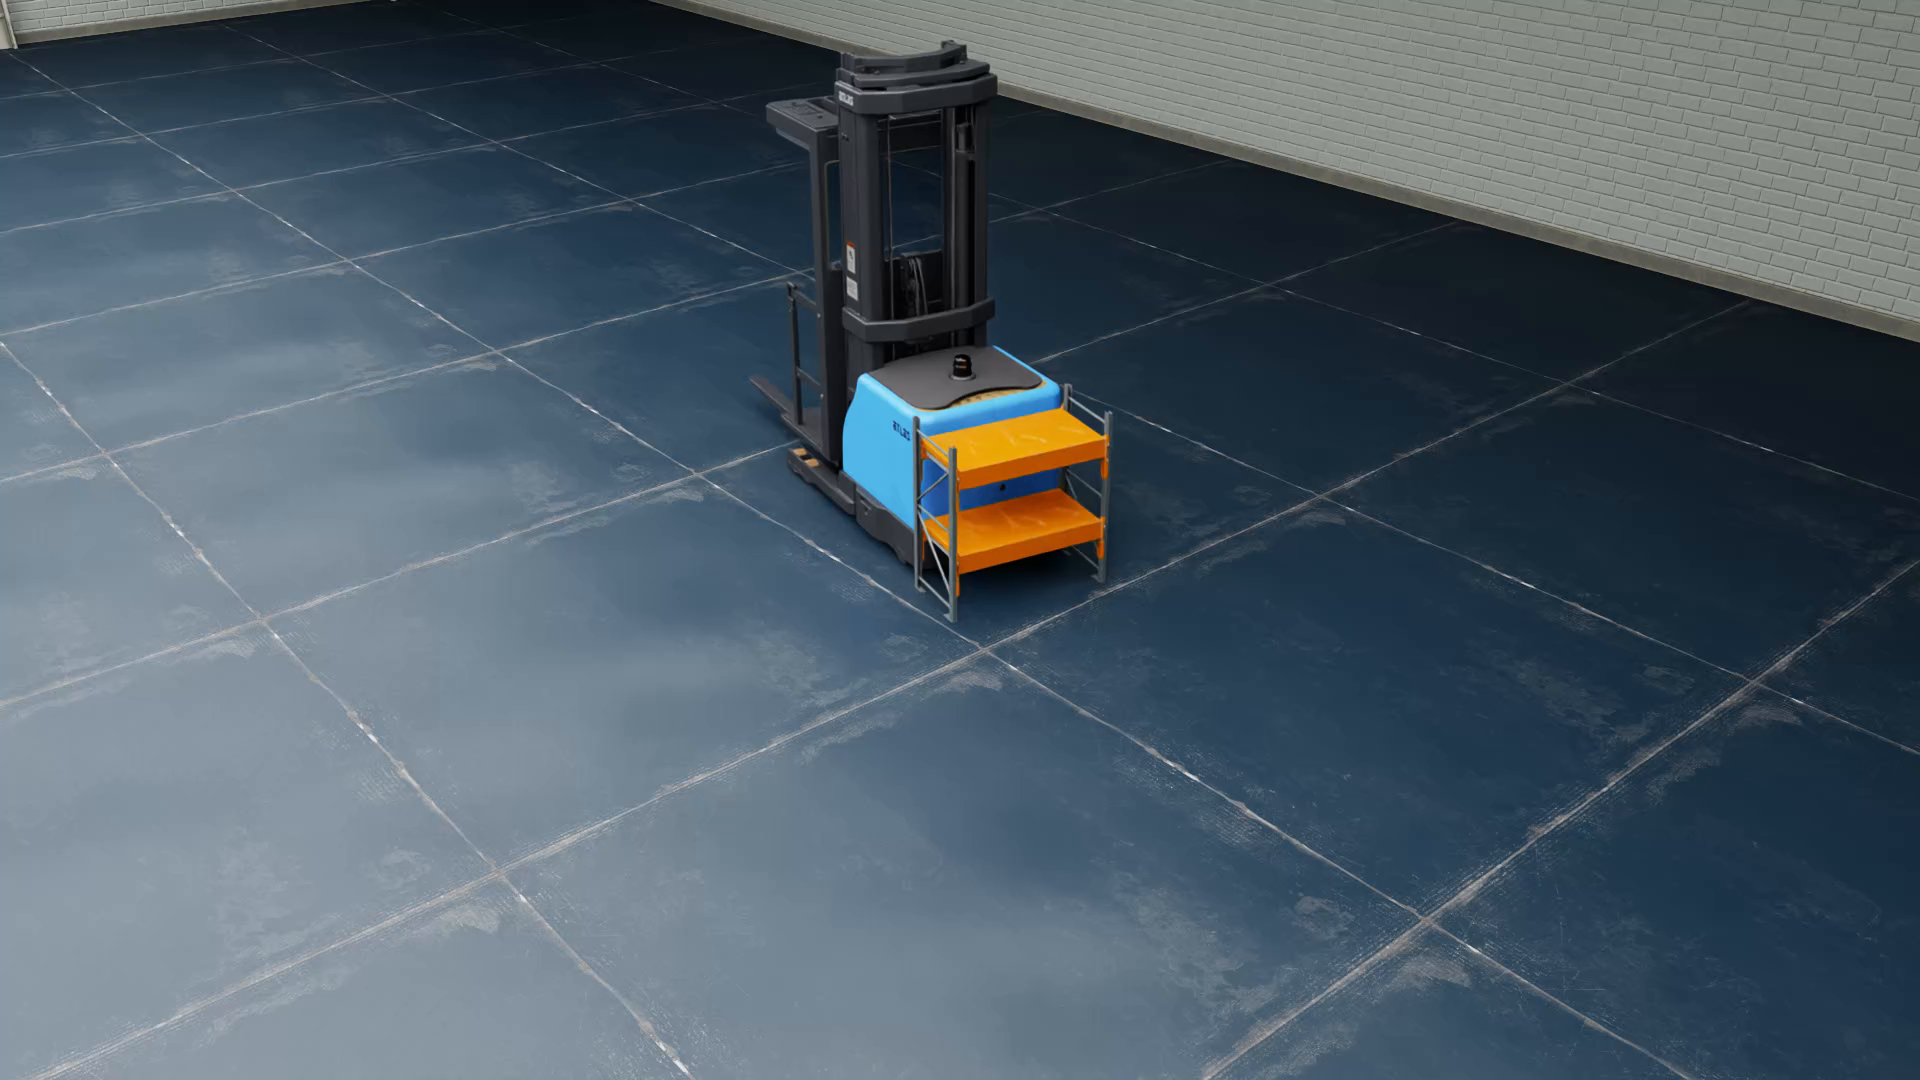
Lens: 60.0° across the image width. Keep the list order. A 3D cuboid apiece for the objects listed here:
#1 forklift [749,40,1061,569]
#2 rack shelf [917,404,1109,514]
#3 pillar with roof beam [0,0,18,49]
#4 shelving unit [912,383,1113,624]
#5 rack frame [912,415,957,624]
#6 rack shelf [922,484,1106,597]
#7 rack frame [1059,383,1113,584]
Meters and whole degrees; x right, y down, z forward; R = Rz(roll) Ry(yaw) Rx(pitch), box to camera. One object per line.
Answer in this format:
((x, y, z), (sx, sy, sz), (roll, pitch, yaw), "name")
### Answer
((-0.537, -1.775, 10.820), (1.130, 2.935, 3.031), (-15, 32, -26), "forklift")
((0.305, -0.483, 9.698), (1.000, 0.278, 0.538), (-14, 31, -24), "rack shelf")
((-10.909, -9.446, 18.736), (0.400, 9.000, 9.100), (-22, 35, -35), "pillar with roof beam")
((0.305, -0.225, 9.836), (1.048, 1.125, 0.538), (-14, 31, -24), "shelving unit")
((-0.145, -0.114, 9.627), (0.032, 1.125, 0.500), (-14, 31, -24), "rack frame")
((0.305, -0.009, 9.951), (1.000, 0.278, 0.538), (-14, 31, -24), "rack shelf")
((0.754, -0.337, 10.044), (0.032, 1.125, 0.500), (-14, 31, -24), "rack frame")
